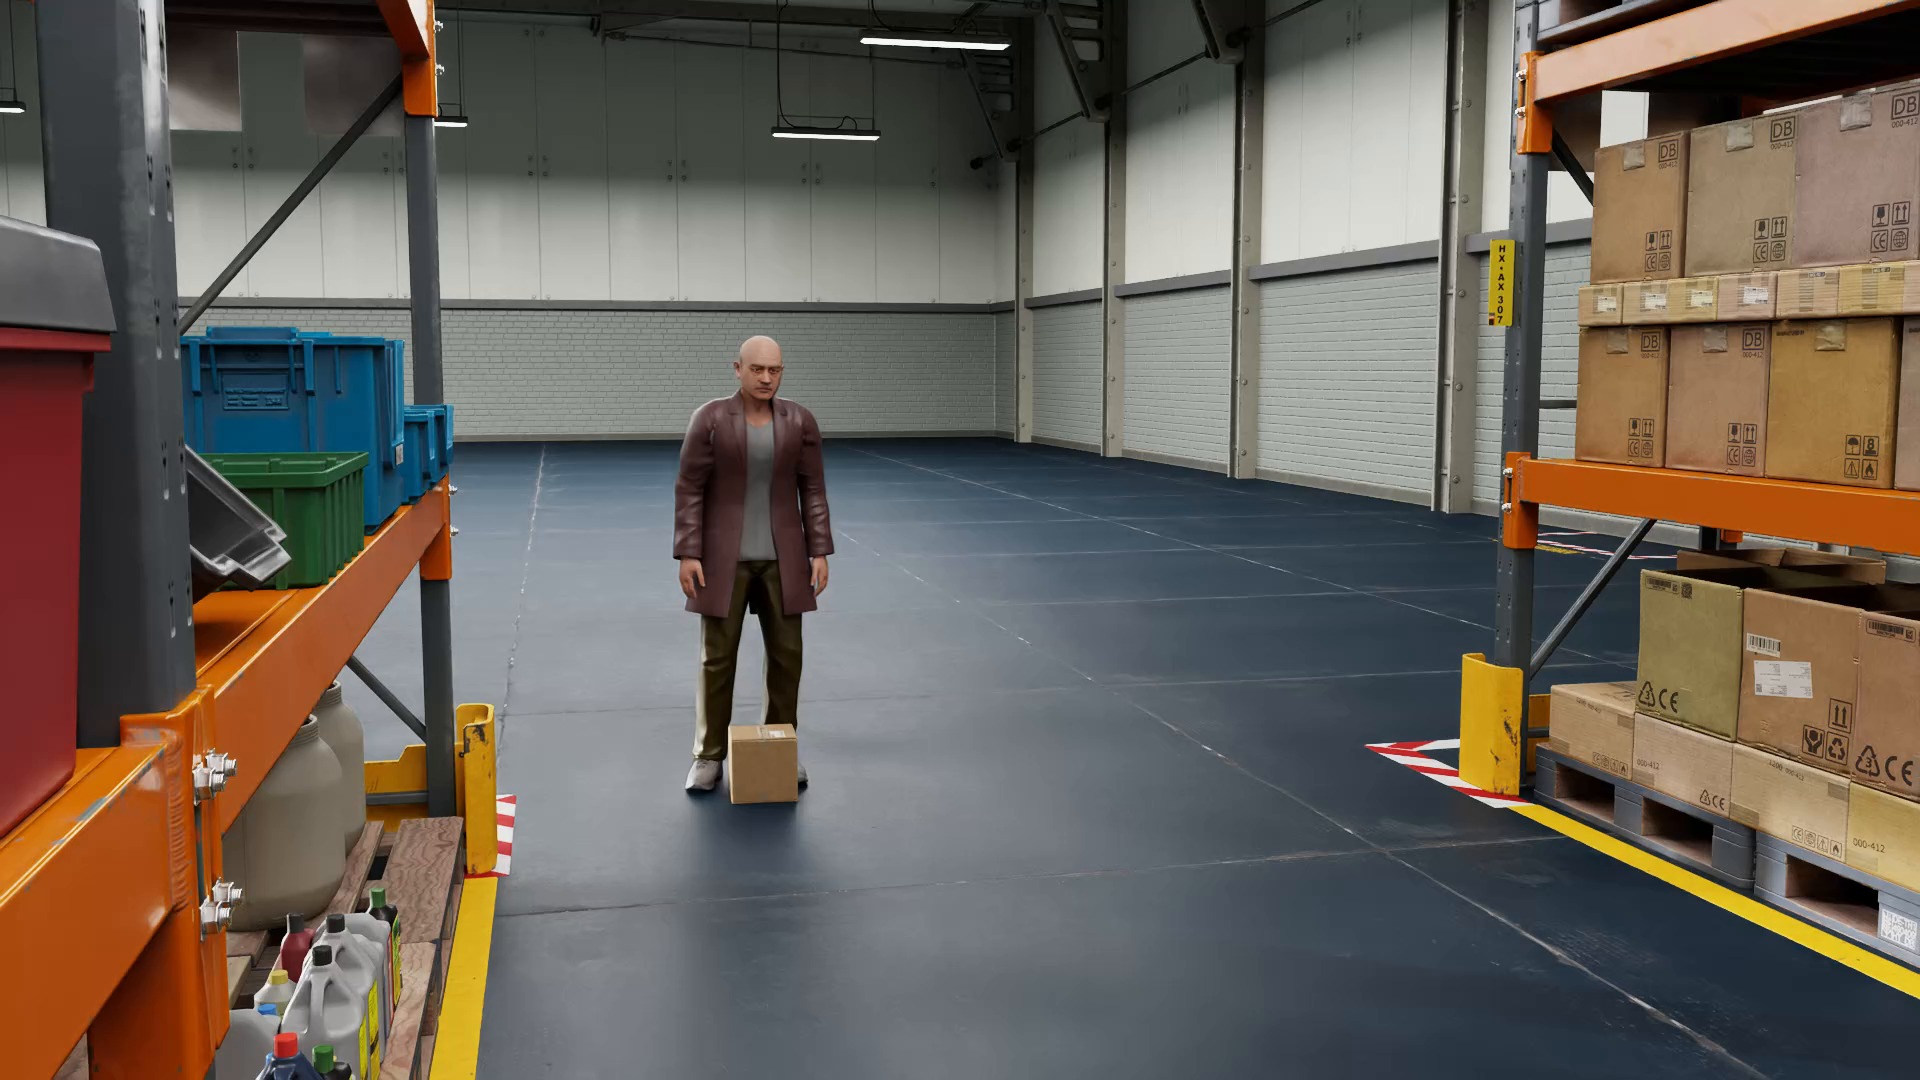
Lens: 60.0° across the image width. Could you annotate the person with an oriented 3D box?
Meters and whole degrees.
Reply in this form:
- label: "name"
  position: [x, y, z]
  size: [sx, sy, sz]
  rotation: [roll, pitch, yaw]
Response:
- label: "person"
  position: [-0.815, 0.082, 6.608]
  size: [0.649, 1.772, 0.429]
  rotation: [-2, 6, -17]
